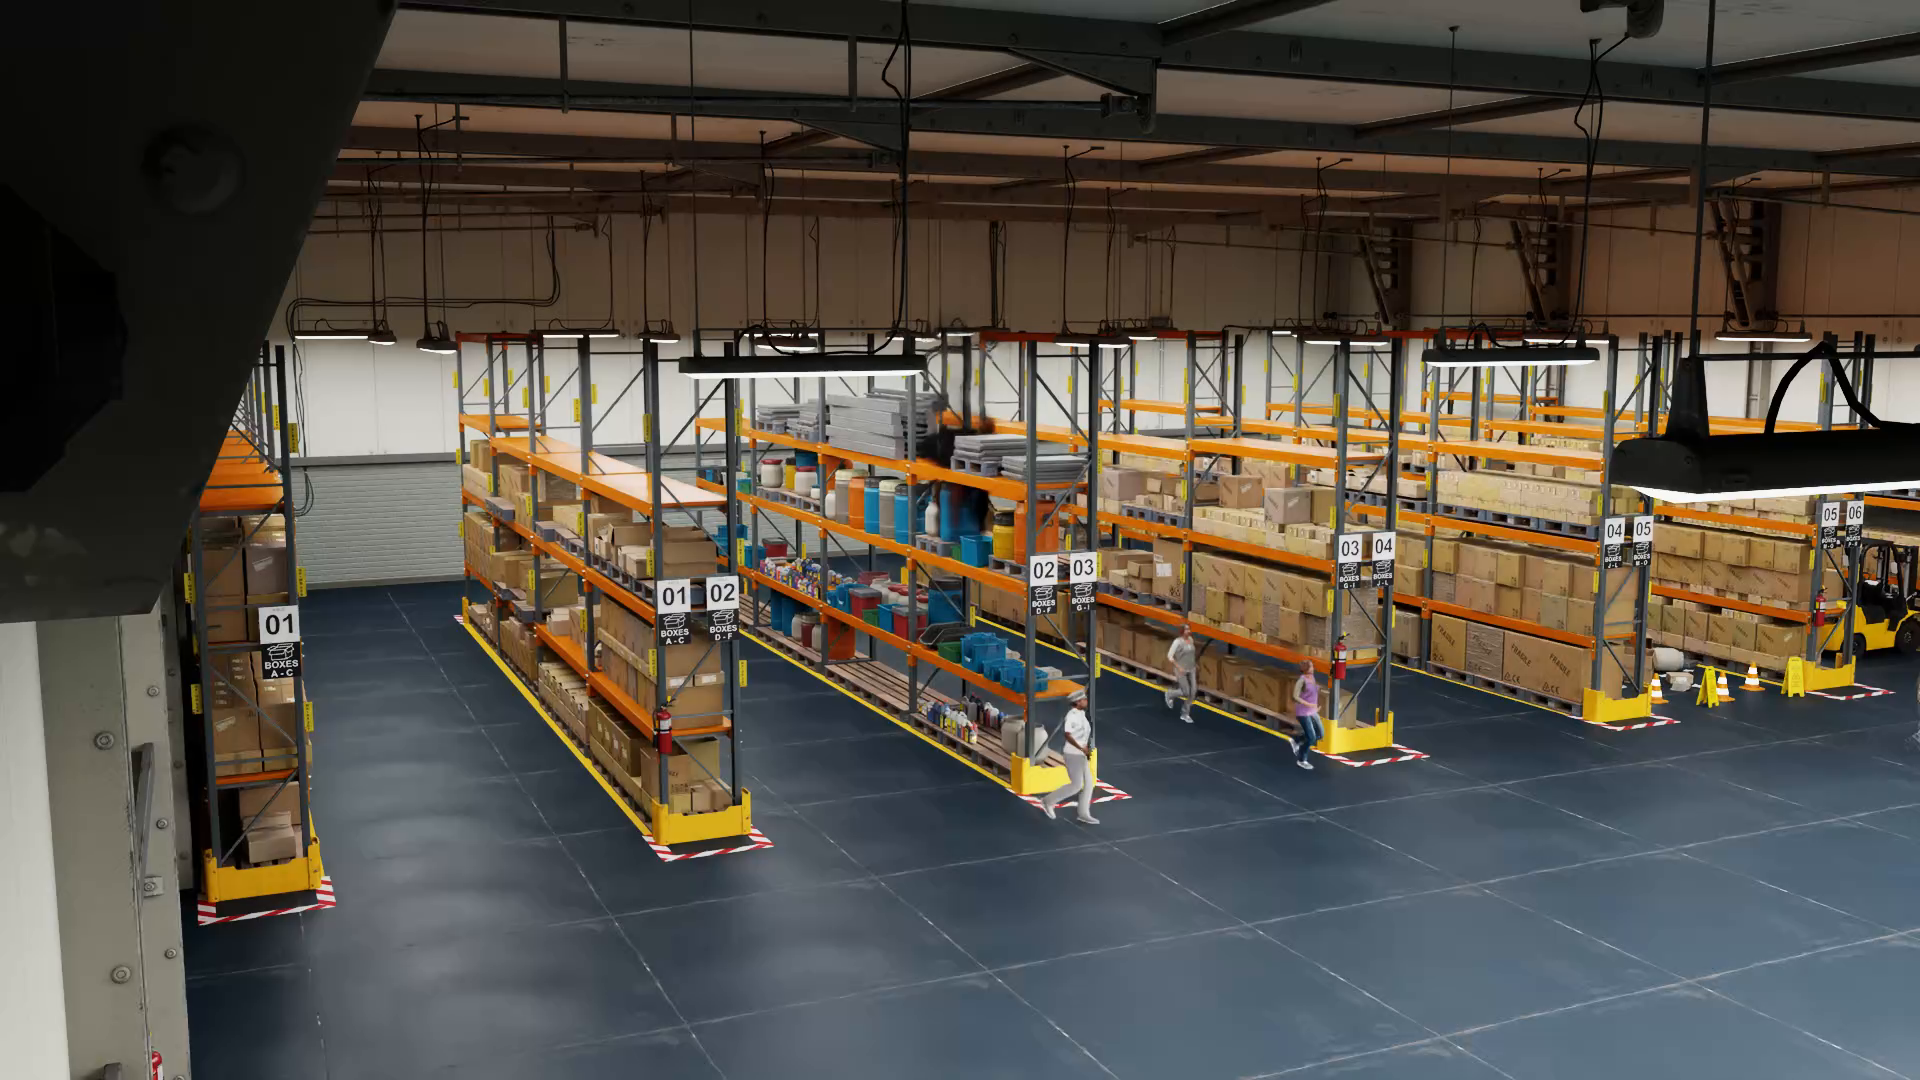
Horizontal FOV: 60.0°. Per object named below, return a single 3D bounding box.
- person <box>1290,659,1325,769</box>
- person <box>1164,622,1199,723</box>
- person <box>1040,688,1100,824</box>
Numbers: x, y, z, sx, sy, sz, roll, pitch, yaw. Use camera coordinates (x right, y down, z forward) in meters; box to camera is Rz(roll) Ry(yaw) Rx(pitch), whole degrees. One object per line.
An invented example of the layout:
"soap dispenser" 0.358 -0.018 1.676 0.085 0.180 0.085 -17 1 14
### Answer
"person" 4.852 2.435 23.314 0.522 1.560 0.594 6 10 36
"person" 3.476 2.061 26.118 0.507 1.564 0.576 -5 9 -34
"person" 1.421 2.701 20.978 0.743 1.673 0.652 1 8 11
